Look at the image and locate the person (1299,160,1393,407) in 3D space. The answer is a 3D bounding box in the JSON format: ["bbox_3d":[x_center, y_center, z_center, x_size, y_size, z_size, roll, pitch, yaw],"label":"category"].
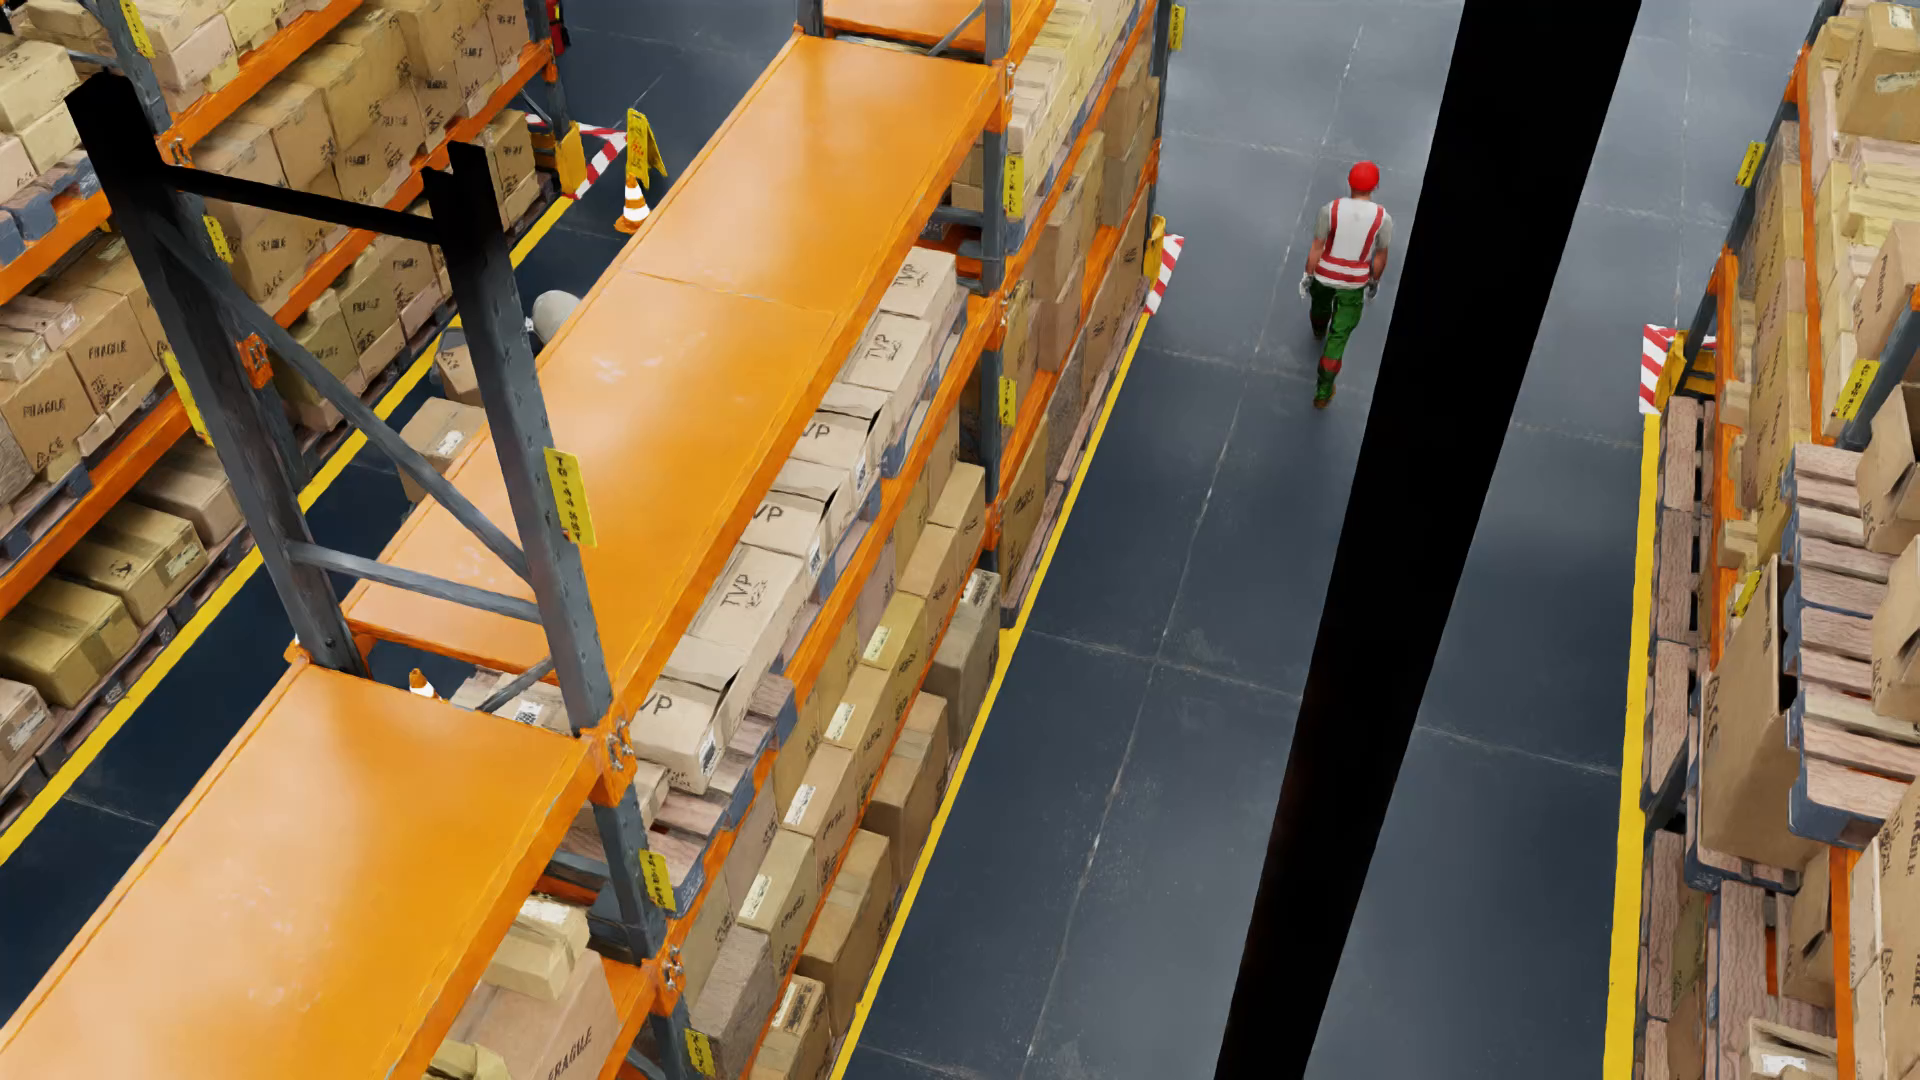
[{"bbox_3d":[2.730,-1.920,11.796,0.553,1.709,1.123,15,48,14],"label":"person"}]
